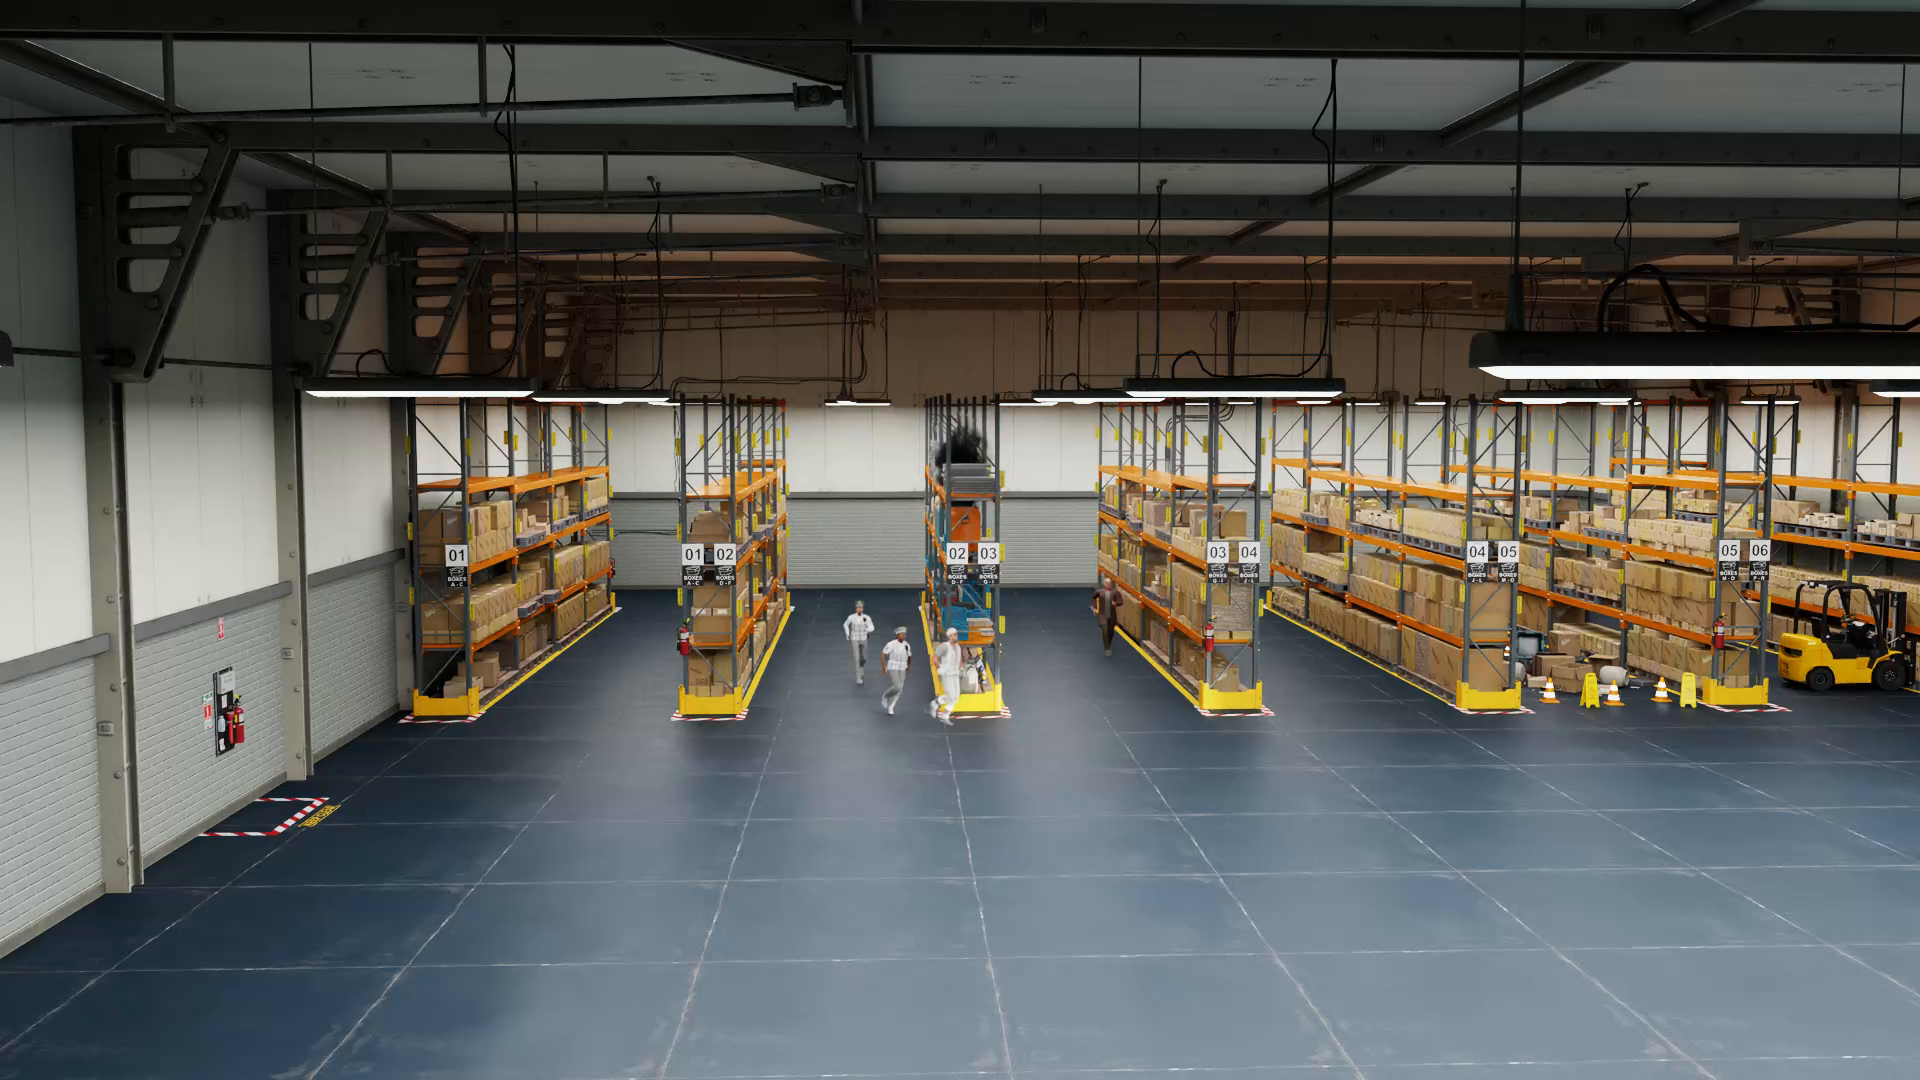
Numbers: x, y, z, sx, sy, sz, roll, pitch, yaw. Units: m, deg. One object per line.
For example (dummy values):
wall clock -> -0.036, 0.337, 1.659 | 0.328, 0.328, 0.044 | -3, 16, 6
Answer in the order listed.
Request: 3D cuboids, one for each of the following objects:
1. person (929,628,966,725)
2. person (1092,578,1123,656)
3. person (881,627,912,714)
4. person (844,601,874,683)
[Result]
person -> -0.199, 2.475, 30.359 | 0.570, 1.754, 0.678 | 4, 6, 40
person -> 3.424, 1.757, 38.587 | 0.704, 1.761, 1.049 | 0, 5, -2
person -> -1.141, 2.444, 31.228 | 0.612, 1.623, 0.499 | -3, 5, -29
person -> -2.104, 2.108, 34.839 | 0.616, 1.676, 0.901 | -1, 5, -11
